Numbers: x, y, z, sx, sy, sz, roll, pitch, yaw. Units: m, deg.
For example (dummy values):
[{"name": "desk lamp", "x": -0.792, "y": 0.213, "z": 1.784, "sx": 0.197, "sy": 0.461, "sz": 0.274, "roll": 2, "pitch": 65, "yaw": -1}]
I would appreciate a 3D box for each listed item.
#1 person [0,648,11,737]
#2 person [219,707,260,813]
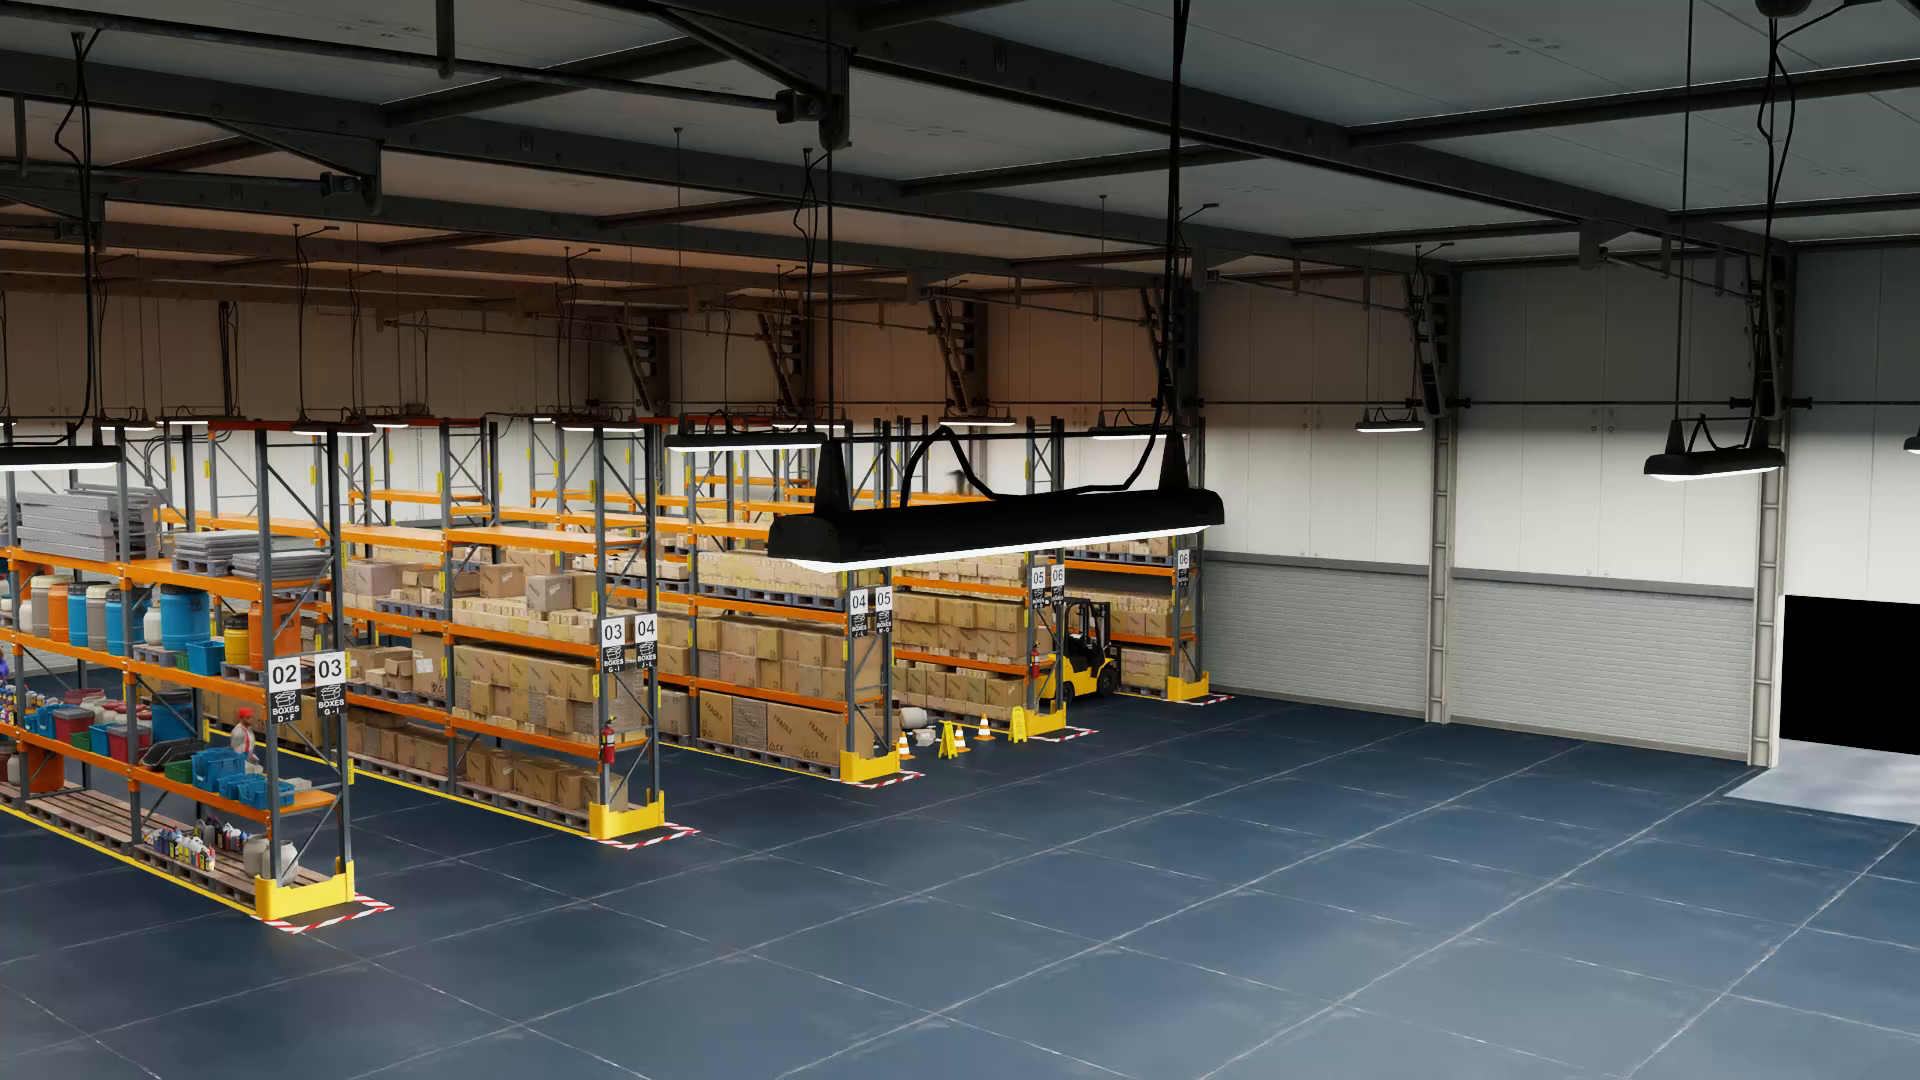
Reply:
[{"name": "person", "x": -18.333, "y": 2.883, "z": 31.619, "sx": 0.847, "sy": 1.696, "sz": 0.548, "roll": 3, "pitch": 5, "yaw": 30}, {"name": "person", "x": -10.954, "y": 3.371, "z": 25.223, "sx": 0.647, "sy": 1.723, "sz": 0.720, "roll": 0, "pitch": 5, "yaw": -5}]
